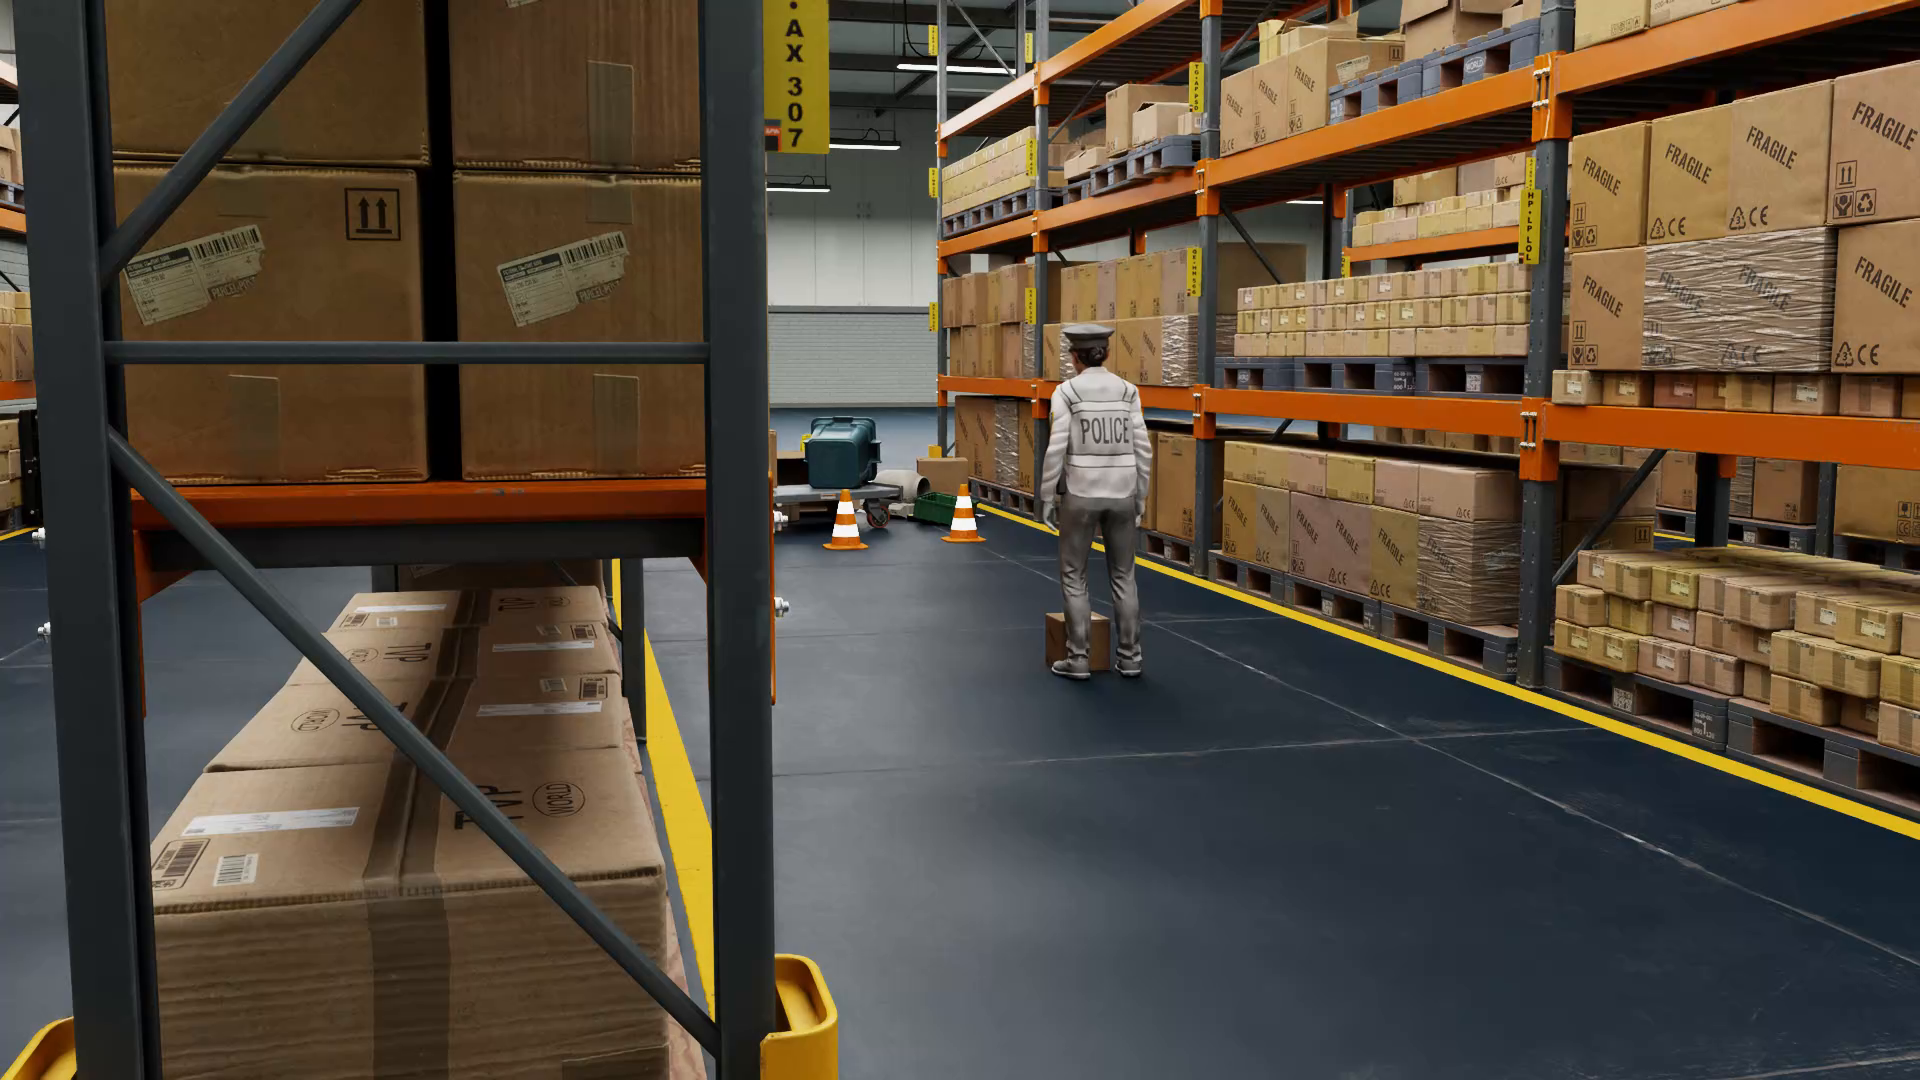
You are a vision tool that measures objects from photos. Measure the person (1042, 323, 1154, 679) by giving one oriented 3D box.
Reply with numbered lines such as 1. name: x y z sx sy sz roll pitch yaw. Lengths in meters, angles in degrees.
1. person: 0.644 -0.181 7.820 0.530 1.663 0.371 -1 6 -13
